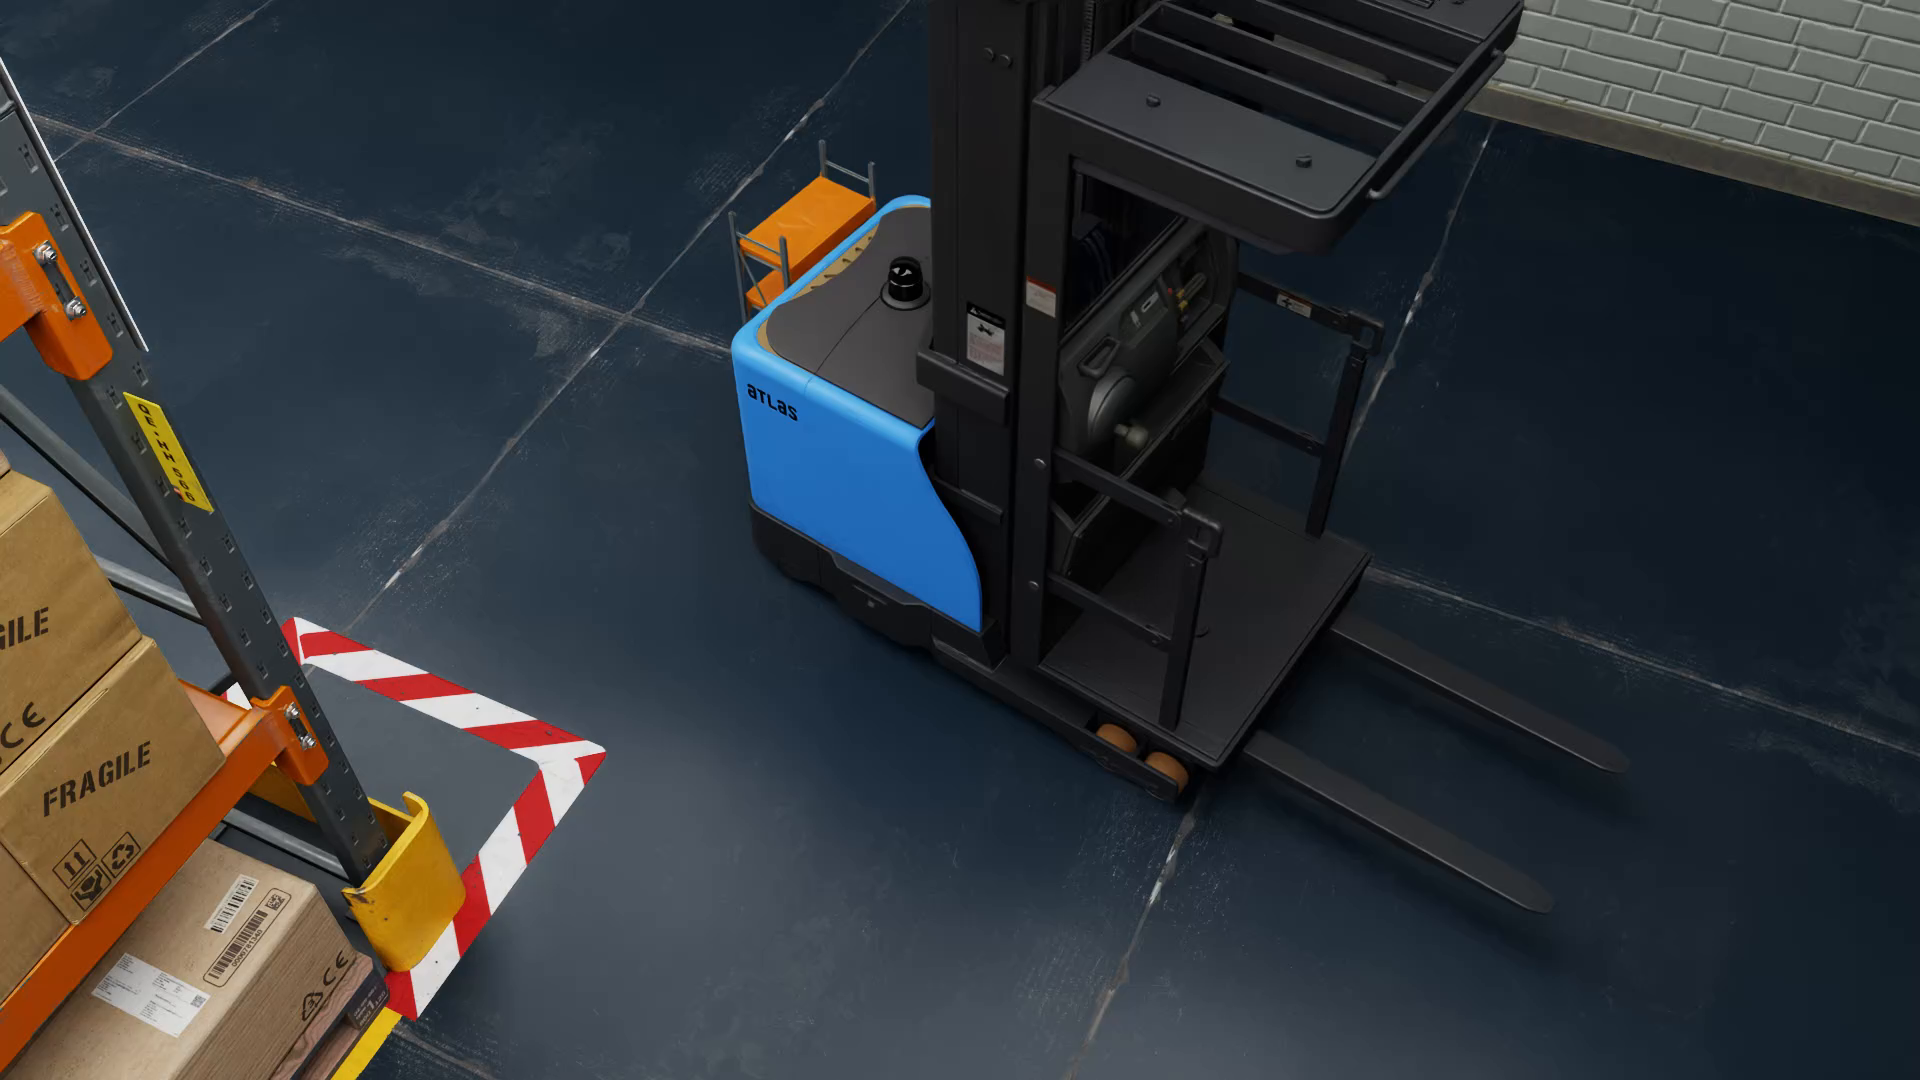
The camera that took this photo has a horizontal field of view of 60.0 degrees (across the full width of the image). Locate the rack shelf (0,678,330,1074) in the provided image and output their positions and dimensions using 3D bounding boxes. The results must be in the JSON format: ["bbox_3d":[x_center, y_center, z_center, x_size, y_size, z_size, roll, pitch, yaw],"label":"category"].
[{"bbox_3d":[-3.014,1.694,3.312,1.077,0.370,4.000,20,52,16],"label":"rack shelf"}]

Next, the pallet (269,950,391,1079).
[{"bbox_3d":[-2.431,1.563,4.781,1.003,0.211,1.213,20,52,16],"label":"pallet"}]

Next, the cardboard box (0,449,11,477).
[{"bbox_3d":[-2.132,-0.171,3.278,0.380,0.149,0.250,20,53,17],"label":"cardboard box"}]

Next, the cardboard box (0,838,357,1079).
[{"bbox_3d":[-2.351,1.265,4.611,0.875,0.438,0.875,18,52,15],"label":"cardboard box"}]

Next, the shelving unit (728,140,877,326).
[{"bbox_3d":[-0.539,-0.818,6.158,0.258,1.200,0.503,28,55,22],"label":"shelving unit"}]

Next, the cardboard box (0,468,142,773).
[{"bbox_3d":[-2.150,0.136,3.442,0.500,0.500,0.500,21,53,17],"label":"cardboard box"}]

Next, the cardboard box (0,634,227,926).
[{"bbox_3d":[-2.127,0.469,3.816,0.500,0.500,0.500,20,53,16],"label":"cardboard box"}]

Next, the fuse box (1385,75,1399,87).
[{"bbox_3d":[2.065,-2.606,7.344,0.539,1.711,0.414,20,52,16],"label":"fuse box"}]

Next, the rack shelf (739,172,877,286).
[{"bbox_3d":[-0.539,-1.073,5.859,0.258,0.148,0.480,28,55,22],"label":"rack shelf"}]

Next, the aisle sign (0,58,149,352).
[{"bbox_3d":[-1.849,-0.708,3.176,0.394,0.787,0.004,20,52,16],"label":"aisle sign"}]

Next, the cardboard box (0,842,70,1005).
[{"bbox_3d":[-2.355,0.810,3.526,0.500,0.500,0.500,19,52,15],"label":"cardboard box"}]

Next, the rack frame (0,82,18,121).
[{"bbox_3d":[-2.160,-1.861,1.925,1.000,3.000,0.127,20,52,16],"label":"rack frame"}]

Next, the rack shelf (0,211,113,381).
[{"bbox_3d":[-3.014,0.722,2.169,1.077,0.370,4.000,20,52,16],"label":"rack shelf"}]

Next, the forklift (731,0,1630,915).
[{"bbox_3d":[0.731,-0.553,4.796,3.031,2.935,1.130,28,55,22],"label":"forklift"}]

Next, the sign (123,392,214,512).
[{"bbox_3d":[-1.675,-0.183,3.520,0.100,0.325,0.005,20,52,16],"label":"sign"}]

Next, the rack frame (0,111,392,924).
[{"bbox_3d":[-2.160,0.083,4.210,1.000,3.000,0.127,20,52,16],"label":"rack frame"}]

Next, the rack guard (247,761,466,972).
[{"bbox_3d":[-2.150,0.877,5.176,1.175,0.500,0.348,20,52,16],"label":"rack guard"}]

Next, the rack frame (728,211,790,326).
[{"bbox_3d":[-0.680,-0.667,6.030,0.240,1.200,0.015,28,55,22],"label":"rack frame"}]

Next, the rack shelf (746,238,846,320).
[{"bbox_3d":[-0.539,-0.920,6.039,0.258,0.148,0.480,28,55,22],"label":"rack shelf"}]

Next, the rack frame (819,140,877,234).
[{"bbox_3d":[-0.397,-0.970,6.287,0.240,1.200,0.015,28,55,22],"label":"rack frame"}]
